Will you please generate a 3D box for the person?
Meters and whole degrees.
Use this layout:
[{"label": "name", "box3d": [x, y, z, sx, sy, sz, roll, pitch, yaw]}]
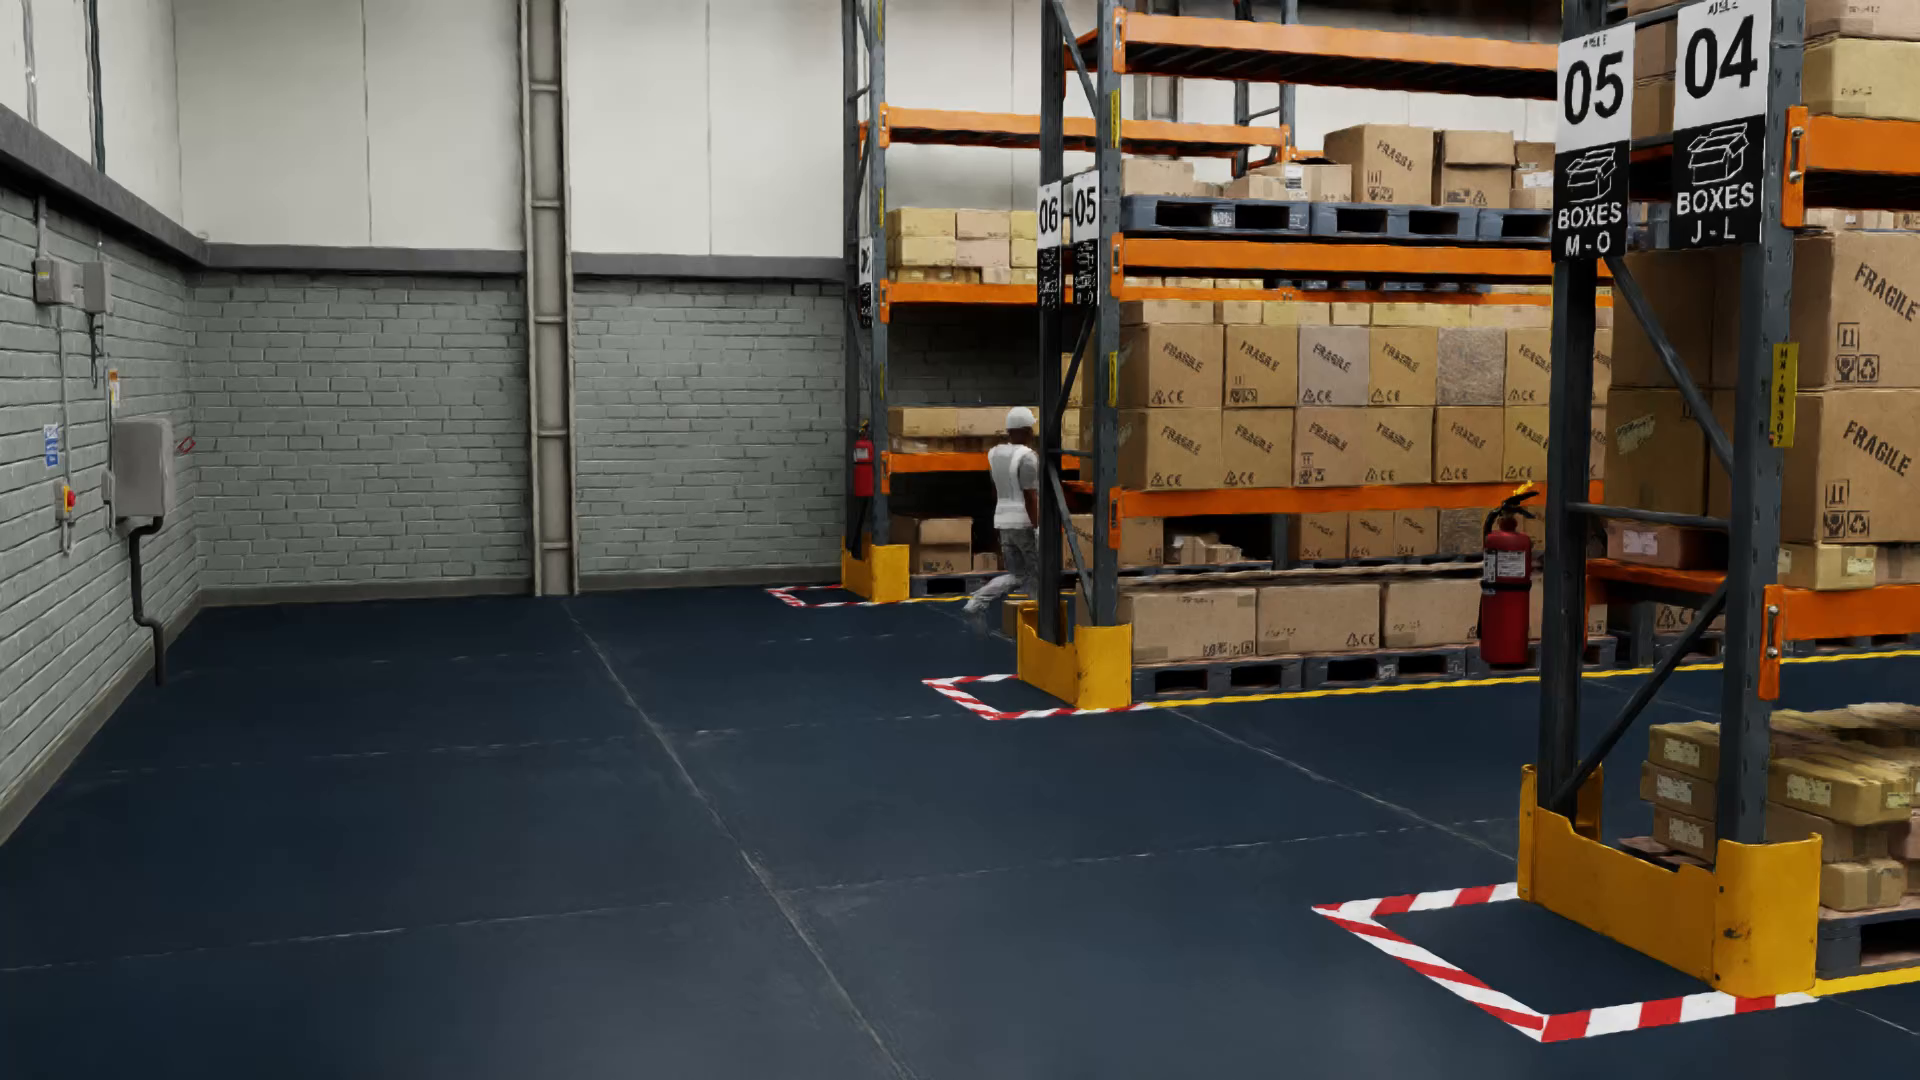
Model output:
[{"label": "person", "box3d": [0.411, -0.091, 12.131, 0.783, 1.772, 0.598, -3, 7, -31]}]
